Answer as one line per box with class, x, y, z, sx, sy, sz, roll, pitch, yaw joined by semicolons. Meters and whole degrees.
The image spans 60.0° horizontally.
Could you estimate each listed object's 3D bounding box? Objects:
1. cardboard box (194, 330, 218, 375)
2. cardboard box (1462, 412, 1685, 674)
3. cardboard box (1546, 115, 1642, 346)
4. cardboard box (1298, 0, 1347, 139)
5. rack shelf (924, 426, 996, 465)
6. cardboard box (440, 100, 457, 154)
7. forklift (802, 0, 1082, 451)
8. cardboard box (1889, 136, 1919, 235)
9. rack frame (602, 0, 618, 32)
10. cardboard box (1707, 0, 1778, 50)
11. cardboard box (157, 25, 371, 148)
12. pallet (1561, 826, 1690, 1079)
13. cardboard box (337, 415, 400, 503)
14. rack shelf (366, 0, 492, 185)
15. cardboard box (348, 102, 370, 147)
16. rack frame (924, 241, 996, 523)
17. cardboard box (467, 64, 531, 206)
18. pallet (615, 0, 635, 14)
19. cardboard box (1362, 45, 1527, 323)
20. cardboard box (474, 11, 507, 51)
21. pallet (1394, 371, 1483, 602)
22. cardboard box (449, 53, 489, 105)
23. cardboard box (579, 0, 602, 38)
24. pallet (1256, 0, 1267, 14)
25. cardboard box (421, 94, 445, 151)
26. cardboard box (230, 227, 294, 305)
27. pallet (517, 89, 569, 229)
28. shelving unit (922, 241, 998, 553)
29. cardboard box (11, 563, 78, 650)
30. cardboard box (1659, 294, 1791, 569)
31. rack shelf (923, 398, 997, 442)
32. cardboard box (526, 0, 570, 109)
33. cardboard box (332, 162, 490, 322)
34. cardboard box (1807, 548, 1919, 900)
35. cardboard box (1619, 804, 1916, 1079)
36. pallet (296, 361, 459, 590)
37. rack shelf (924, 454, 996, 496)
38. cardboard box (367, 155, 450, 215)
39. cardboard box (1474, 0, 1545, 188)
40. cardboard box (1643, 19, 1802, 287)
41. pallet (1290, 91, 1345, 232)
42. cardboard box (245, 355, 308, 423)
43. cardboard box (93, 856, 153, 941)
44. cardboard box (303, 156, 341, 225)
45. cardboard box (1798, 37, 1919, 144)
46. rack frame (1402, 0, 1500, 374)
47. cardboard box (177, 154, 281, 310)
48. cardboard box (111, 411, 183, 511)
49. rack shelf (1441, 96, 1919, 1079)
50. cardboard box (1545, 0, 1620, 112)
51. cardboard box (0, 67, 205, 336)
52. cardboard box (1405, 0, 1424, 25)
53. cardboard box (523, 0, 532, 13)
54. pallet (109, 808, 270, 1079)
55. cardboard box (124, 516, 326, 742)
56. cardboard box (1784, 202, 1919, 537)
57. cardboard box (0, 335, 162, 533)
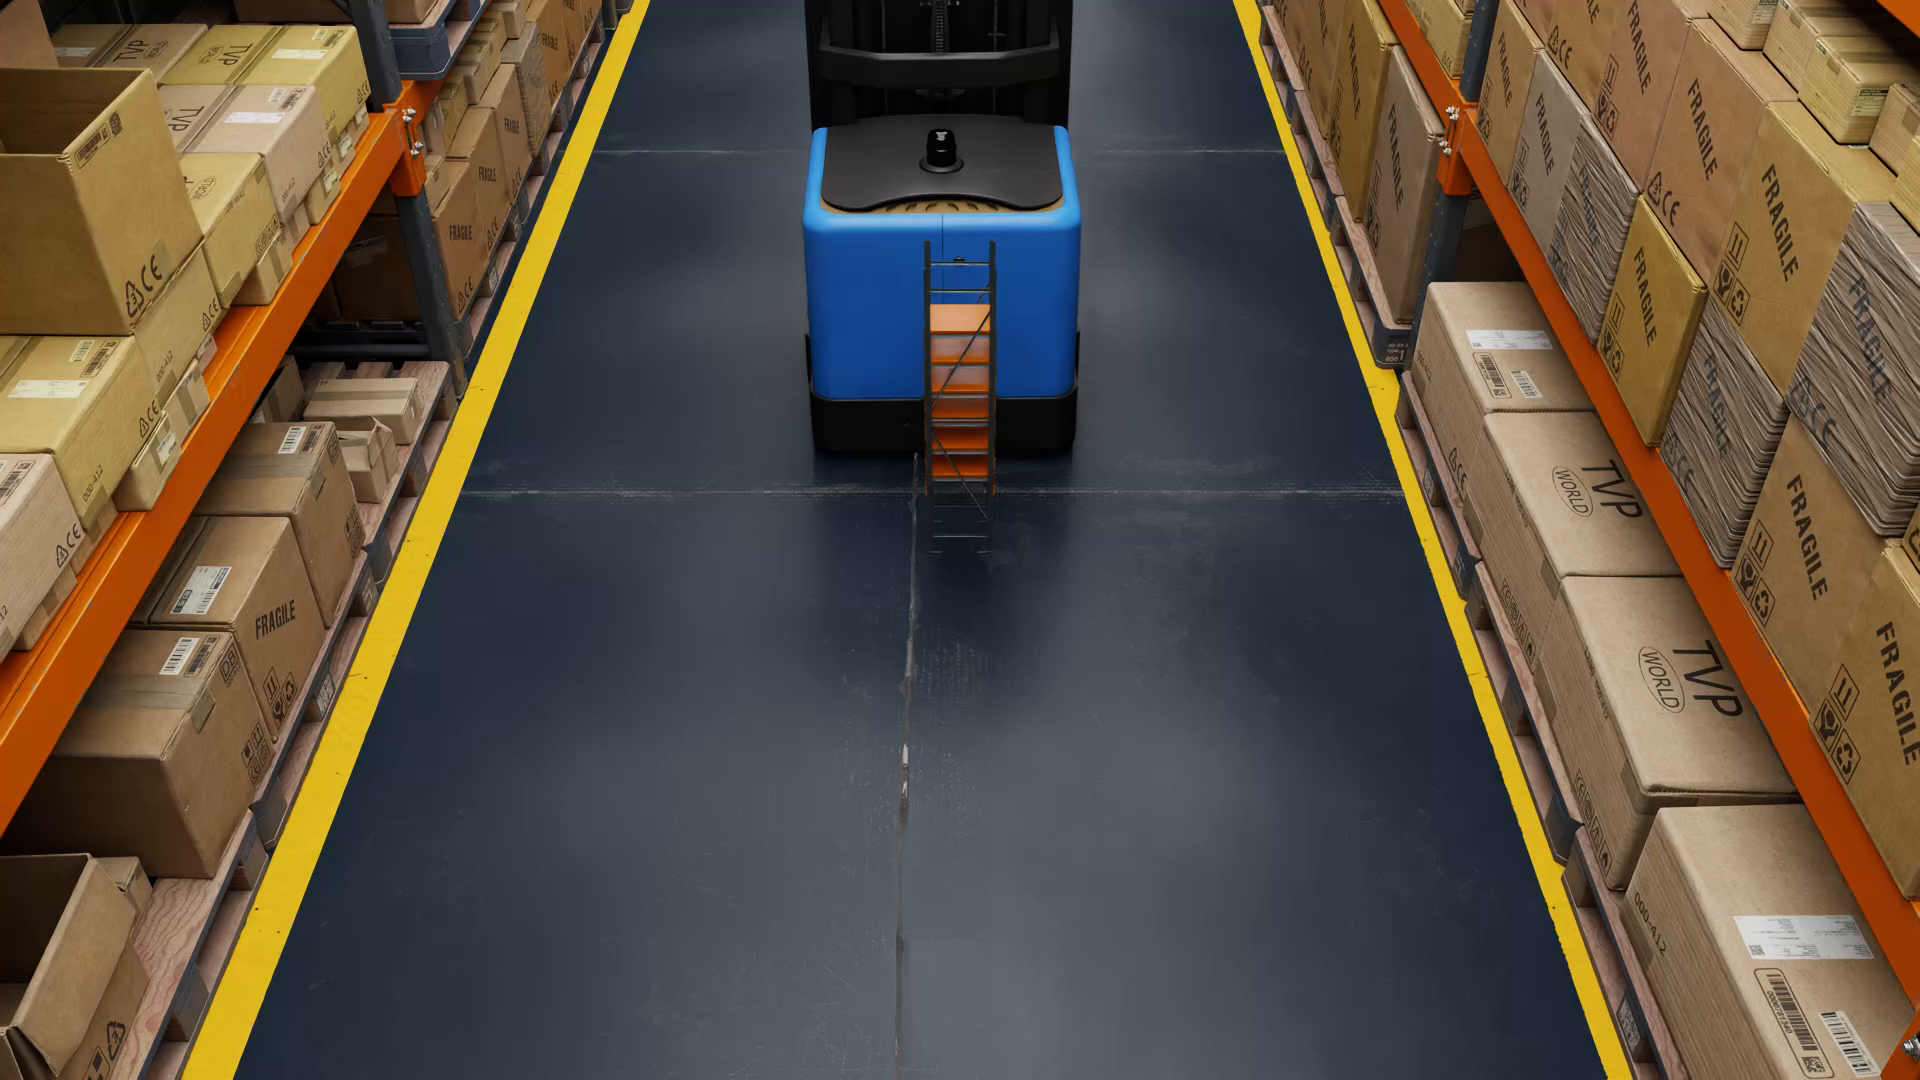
cardboard box;-2.354;-0.530;4.713;0.380;0.149;0.250;0;39;0
cardboard box;2.268;-0.009;5.576;0.875;0.438;0.875;-1;39;-1
cardboard box;2.102;-0.917;4.916;0.500;0.500;0.500;0;39;0
cardboard box;2.283;-2.644;8.514;0.875;0.875;0.875;0;39;1
rack shelf;0.000;-0.349;5.989;0.258;0.103;0.180;0;39;0
cardboard box;-2.414;-1.792;7.231;0.380;0.149;0.250;-2;39;-2
forklift;-0.091;-2.390;6.889;1.130;2.935;3.031;-1;39;-1
cardboard box;2.109;-0.681;3.302;0.380;0.149;0.250;1;39;1
rack frame;-2.595;-4.293;9.209;1.000;3.000;0.127;0;39;0
cardboard box;2.097;-1.330;4.113;0.380;0.149;0.250;0;39;0
cardboard box;-2.346;-1.531;5.644;0.500;0.250;0.500;1;39;1
pallet;2.299;1.292;4.469;1.003;0.211;1.213;0;39;0
cardboard box;-2.296;-0.317;6.098;0.396;0.266;0.258;1;39;2
rack shelf;-2.593;-2.762;7.873;1.077;0.370;4.000;0;39;0
cardboard box;-2.338;-1.495;5.917;0.380;0.149;0.250;0;39;1
rack frame;0.000;-0.534;5.957;0.240;1.200;0.006;0;39;0
cardboard box;-2.373;-1.928;7.920;0.500;0.500;0.500;-1;39;-1
pallet;-2.557;-3.720;10.723;1.003;0.211;1.213;0;39;0
cardboard box;2.292;-1.520;7.111;0.875;0.875;0.875;1;39;1
cardboard box;-2.419;-2.443;8.044;0.380;0.149;0.250;0;39;0
pallet;2.296;-0.234;6.373;1.003;0.211;1.213;0;39;0
cardboard box;-2.391;-2.119;7.640;0.380;0.149;0.250;0;39;0
cardboard box;-2.380;-3.217;9.529;0.500;0.500;0.500;1;39;1
pallet;2.369;-3.700;10.698;1.003;0.211;1.213;0;39;0
cardboard box;-2.373;-1.736;6.925;0.380;0.149;0.250;-2;39;-2
cardboard box;-2.290;-0.845;5.107;0.380;0.149;0.250;-1;39;-1
pallet;-2.634;-1.977;8.548;1.003;0.211;1.213;0;39;0
shelving unit;0.000;-0.477;5.886;0.258;1.200;0.189;0;39;0
cardboard box;-2.333;0.120;3.902;0.380;0.149;0.250;1;39;1
cardboard box;2.117;-0.272;4.111;0.500;0.500;0.500;1;39;1
rack shelf;0.000;-0.443;5.914;0.258;0.103;0.180;0;39;0
cardboard box;-2.386;-2.577;8.730;0.500;0.500;0.500;2;39;2
cardboard box;-2.366;-1.283;7.115;0.500;0.500;0.500;2;39;2
cardboard box;2.112;0.363;3.318;0.500;0.500;0.500;0;39;0
cardboard box;2.277;1.127;4.158;0.875;0.438;0.875;-1;39;-2
pallet;-2.591;-0.274;6.423;1.003;0.211;1.213;0;39;0
rack shelf;0.000;-0.255;6.064;0.258;0.103;0.180;0;39;0
cardboard box;-2.325;-1.458;6.815;0.380;0.149;0.250;2;39;2
cardboard box;2.112;-1.543;5.697;0.500;0.500;0.500;1;39;1
cardboard box;2.113;-0.977;4.191;0.500;0.500;0.500;0;39;0
pallet;2.293;-1.957;8.523;1.003;0.211;1.213;0;39;0
cardboard box;-2.826;-0.493;6.281;0.500;0.311;0.500;1;39;2
cardboard box;-2.454;1.010;4.535;0.380;0.149;0.250;-1;39;-2
cardboard box;-2.291;-1.169;5.511;0.380;0.149;0.250;1;39;1
cardboard box;2.121;-1.001;3.702;0.380;0.149;0.250;1;39;1
rack frame;2.373;-1.798;6.095;1.000;3.000;0.127;0;39;0
cardboard box;-2.343;-0.906;4.864;0.500;0.250;0.500;0;39;0
cardboard box;-2.264;-0.204;4.307;0.380;0.149;0.250;-1;39;-1
rack shelf;2.375;-0.266;4.759;1.077;0.370;4.000;0;39;0
cardboard box;2.126;-1.613;4.985;0.500;0.500;0.500;-1;39;-1
cardboard box;-2.319;-0.863;4.210;0.500;0.500;0.500;1;39;1
cardboard box;2.121;-2.338;6.889;0.500;0.250;0.500;-1;39;-1
cardboard box;-2.398;-2.770;8.452;0.380;0.149;0.250;-1;39;-1
pallet;-2.588;1.252;4.519;1.003;0.211;1.213;0;39;0
cardboard box;-2.355;0.273;5.173;0.500;0.500;0.500;1;39;1
cardboard box;2.109;-0.354;3.413;0.500;0.500;0.500;0;39;0
cardboard box;-2.322;-0.264;4.063;0.500;0.250;0.500;-1;39;-1
